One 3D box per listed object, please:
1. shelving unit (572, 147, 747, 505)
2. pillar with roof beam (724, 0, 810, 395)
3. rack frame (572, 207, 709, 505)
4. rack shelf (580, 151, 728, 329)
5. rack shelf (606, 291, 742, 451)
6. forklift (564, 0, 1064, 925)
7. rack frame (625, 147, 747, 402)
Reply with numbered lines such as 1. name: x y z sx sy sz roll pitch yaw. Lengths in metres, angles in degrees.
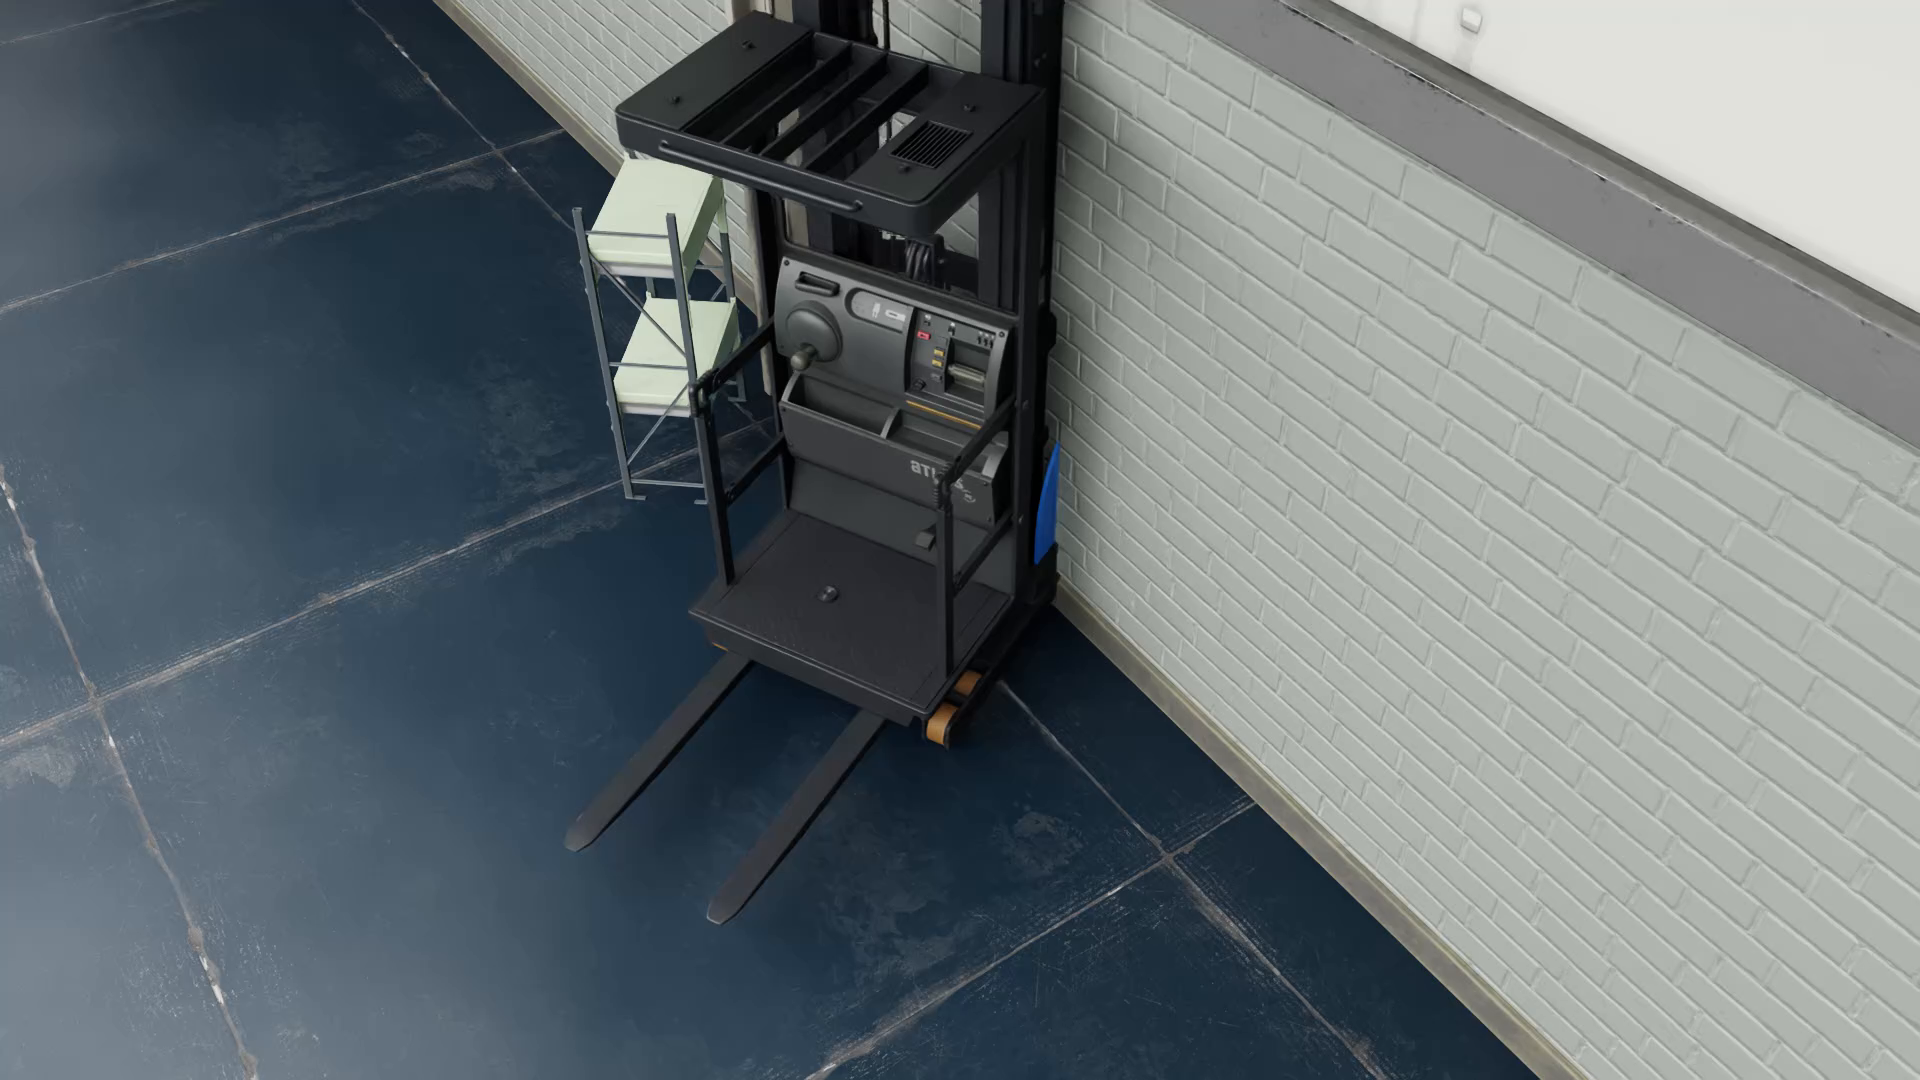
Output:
1. shelving unit: -1.255 -0.970 7.171 0.431 1.500 0.755 4 44 4
2. pillar with roof beam: -4.235 -2.226 3.056 9.100 9.000 0.400 -26 49 -24
3. rack frame: -1.293 -0.719 6.908 0.400 1.500 0.023 4 44 4
4. rack shelf: -1.255 -1.252 6.901 0.431 0.370 0.720 4 44 4
5. rack shelf: -1.255 -0.734 7.396 0.431 0.370 0.720 4 44 4
6. forklift: -0.356 -0.634 5.782 1.130 2.935 3.031 21 48 21
7. rack frame: -1.217 -1.221 7.434 0.400 1.500 0.023 4 44 4
